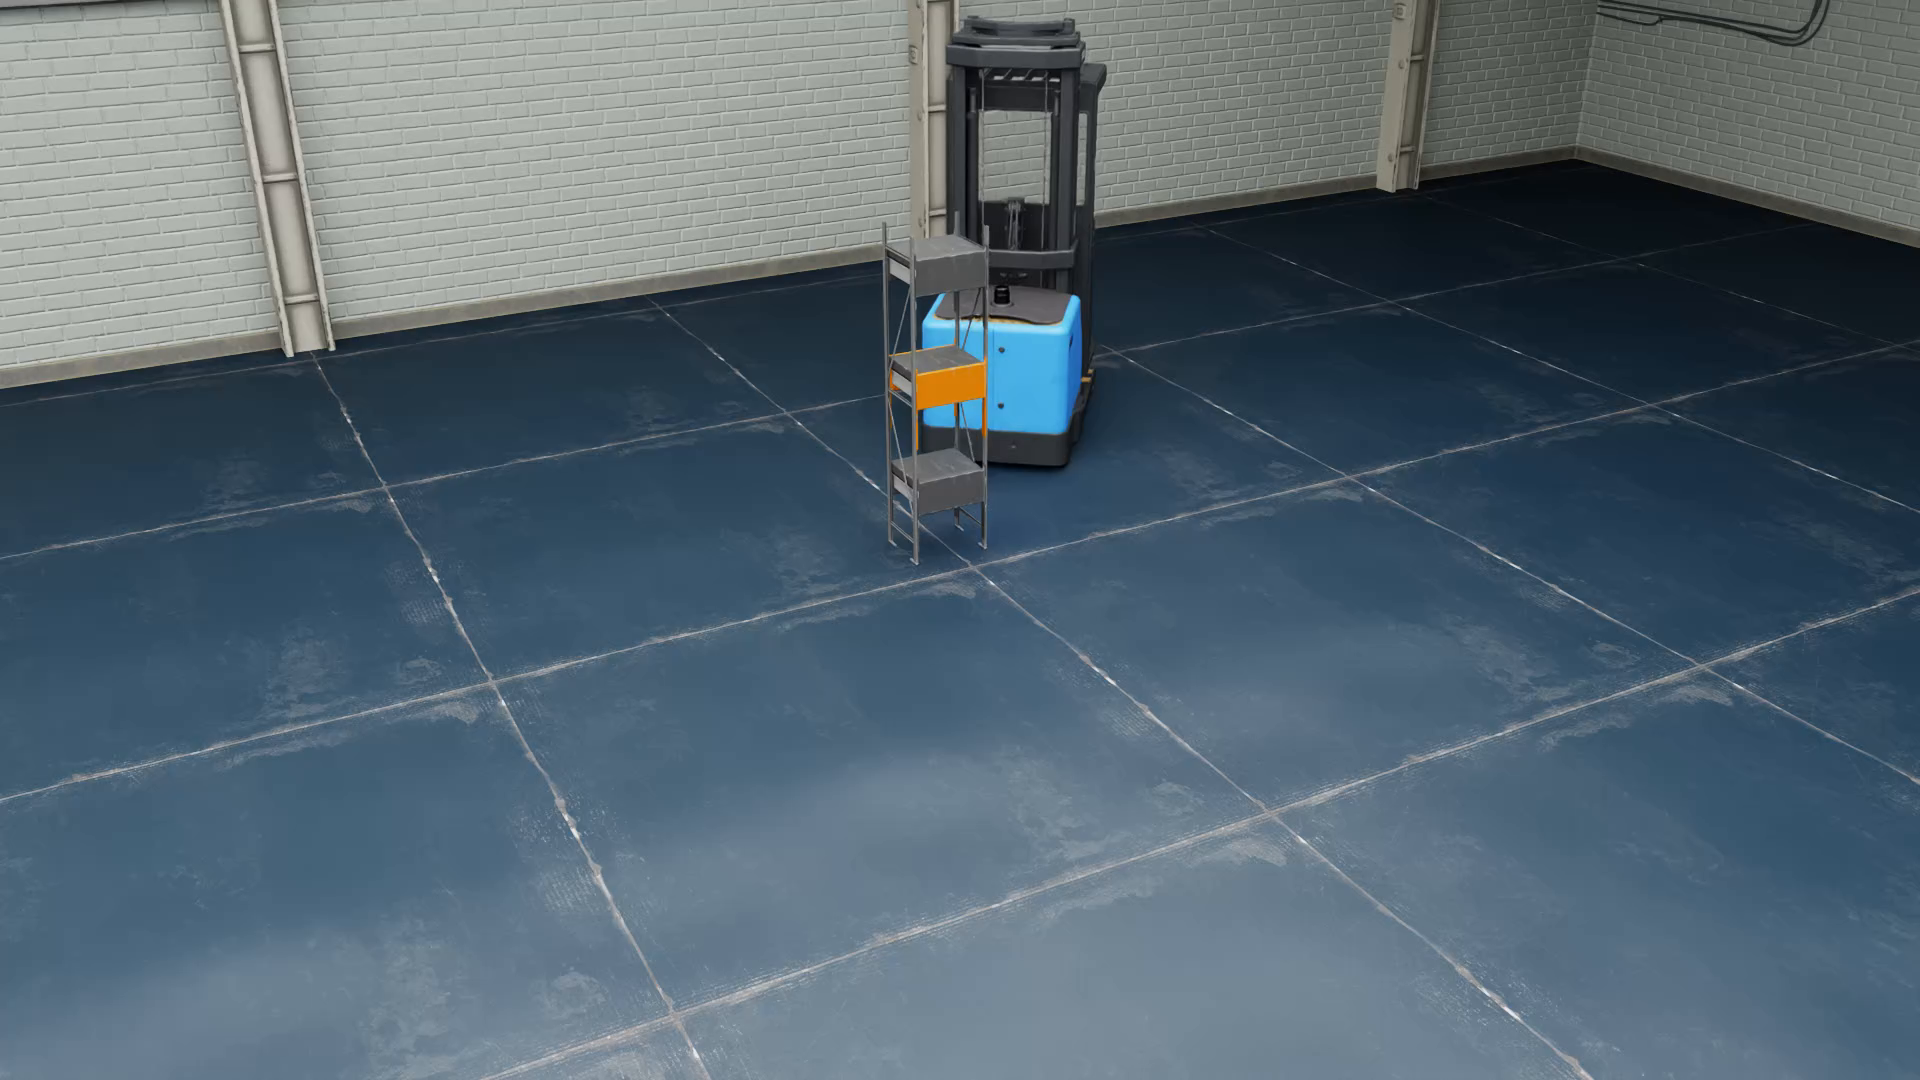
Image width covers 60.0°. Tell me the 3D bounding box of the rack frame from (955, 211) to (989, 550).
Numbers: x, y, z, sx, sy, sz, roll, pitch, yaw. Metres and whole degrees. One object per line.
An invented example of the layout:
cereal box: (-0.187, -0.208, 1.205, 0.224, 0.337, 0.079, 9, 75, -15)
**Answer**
rack frame: (0.069, -0.963, 10.329, 0.015, 2.100, 0.400, -13, 29, -25)

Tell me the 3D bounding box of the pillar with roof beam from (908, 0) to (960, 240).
pillar with roof beam: (1.778, -5.267, 11.323, 0.400, 9.000, 9.100, -13, 29, -25)

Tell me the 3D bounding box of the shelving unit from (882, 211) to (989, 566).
shelving unit: (-0.146, -0.913, 10.225, 0.503, 2.100, 0.431, -13, 29, -25)

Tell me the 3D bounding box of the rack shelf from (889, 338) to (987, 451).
rack shelf: (-0.146, -0.901, 10.231, 0.480, 0.518, 0.431, -13, 29, -25)

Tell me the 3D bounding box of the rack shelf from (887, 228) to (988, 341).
rack shelf: (-0.146, -1.532, 9.928, 0.480, 0.518, 0.431, -13, 29, -25)

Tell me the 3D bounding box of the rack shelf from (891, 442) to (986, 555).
rack shelf: (-0.146, -0.270, 10.534, 0.480, 0.518, 0.431, -13, 29, -25)

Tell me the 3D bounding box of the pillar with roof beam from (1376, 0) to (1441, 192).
pillar with roof beam: (7.072, -6.489, 13.868, 0.400, 9.000, 9.100, -13, 29, -25)

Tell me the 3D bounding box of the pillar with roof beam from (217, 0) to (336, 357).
pillar with roof beam: (-3.516, -4.045, 8.778, 0.400, 9.000, 9.100, -13, 29, -25)

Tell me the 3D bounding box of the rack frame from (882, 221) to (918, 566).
rack frame: (-0.361, -0.863, 10.122, 0.015, 2.100, 0.400, -13, 29, -25)

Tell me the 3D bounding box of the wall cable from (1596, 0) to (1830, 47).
wall cable: (8.268, -6.828, 18.163, 0.112, 2.526, 3.097, -13, 29, -25)

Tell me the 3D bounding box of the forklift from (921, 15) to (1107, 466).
forklift: (0.481, -2.452, 12.470, 1.130, 2.935, 3.031, 4, 26, 9)
